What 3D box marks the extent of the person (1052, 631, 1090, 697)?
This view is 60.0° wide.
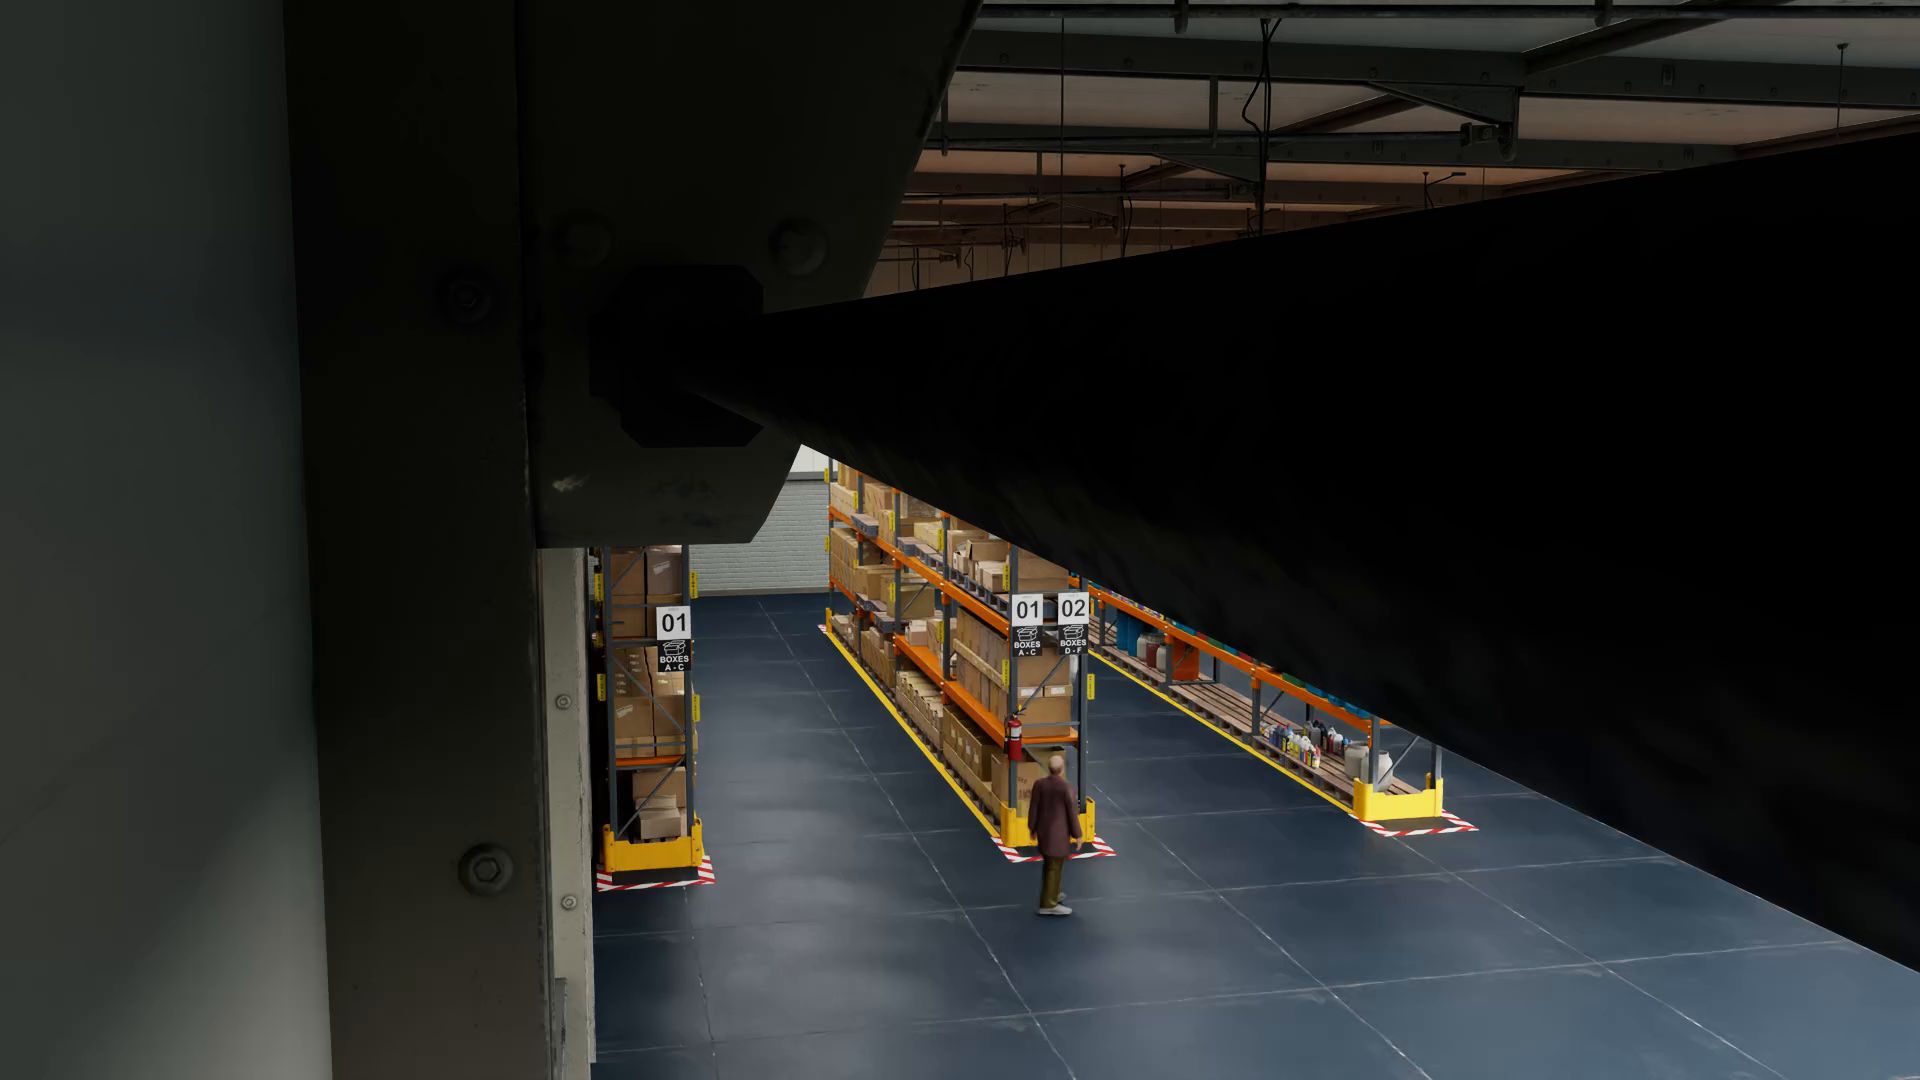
[{"bbox_3d":[1.929,2.080,28.935,0.613,1.812,0.945,-1,7,-9],"label":"person"}]

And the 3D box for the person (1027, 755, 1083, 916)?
[{"bbox_3d":[1.113,3.259,18.543,0.609,1.775,0.660,-6,9,-40],"label":"person"}]
